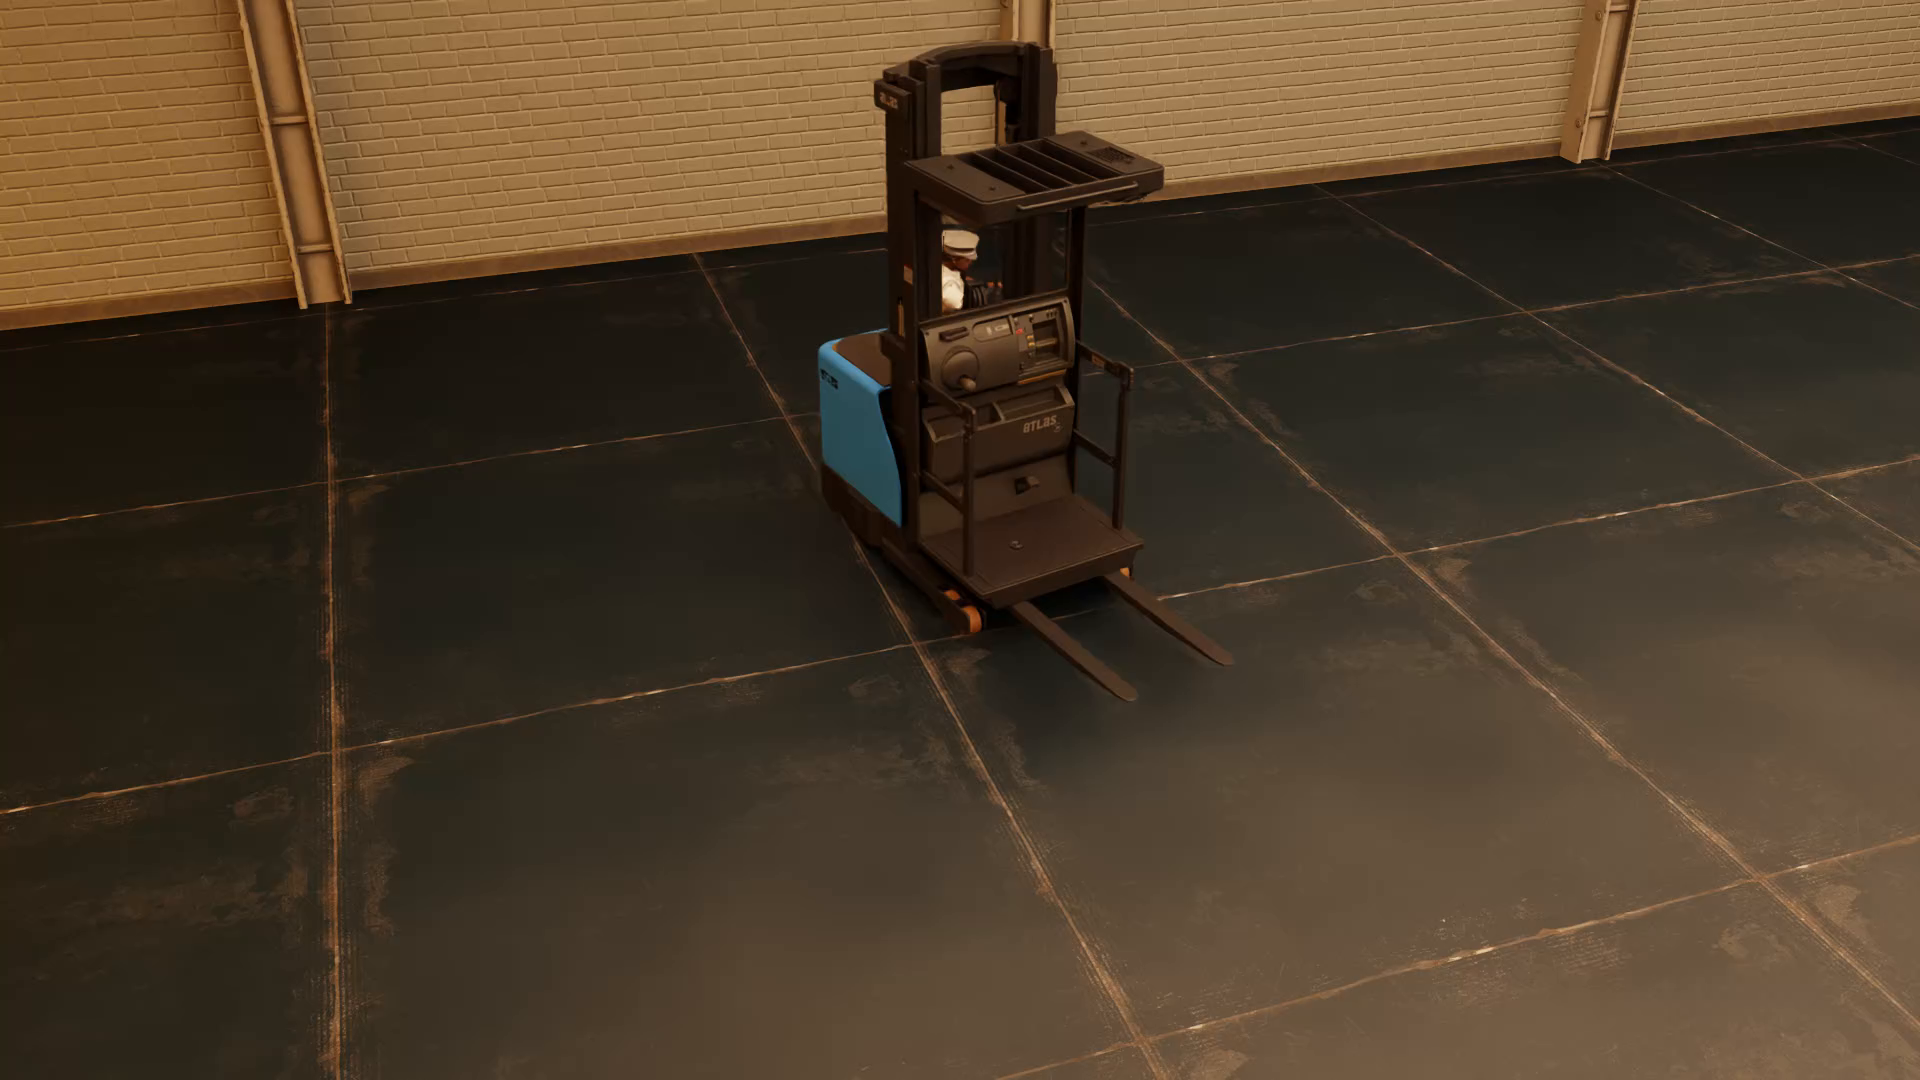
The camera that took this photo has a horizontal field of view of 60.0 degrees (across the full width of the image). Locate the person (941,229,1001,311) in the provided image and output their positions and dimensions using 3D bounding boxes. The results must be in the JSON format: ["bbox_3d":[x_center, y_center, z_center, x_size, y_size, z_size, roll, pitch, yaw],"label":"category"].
[{"bbox_3d":[0.119,-1.339,10.948,0.743,1.460,0.778,-4,30,-7],"label":"person"}]

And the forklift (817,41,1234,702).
[{"bbox_3d":[0.329,-1.012,8.846,1.130,2.935,3.031,-17,34,-27],"label":"forklift"}]
